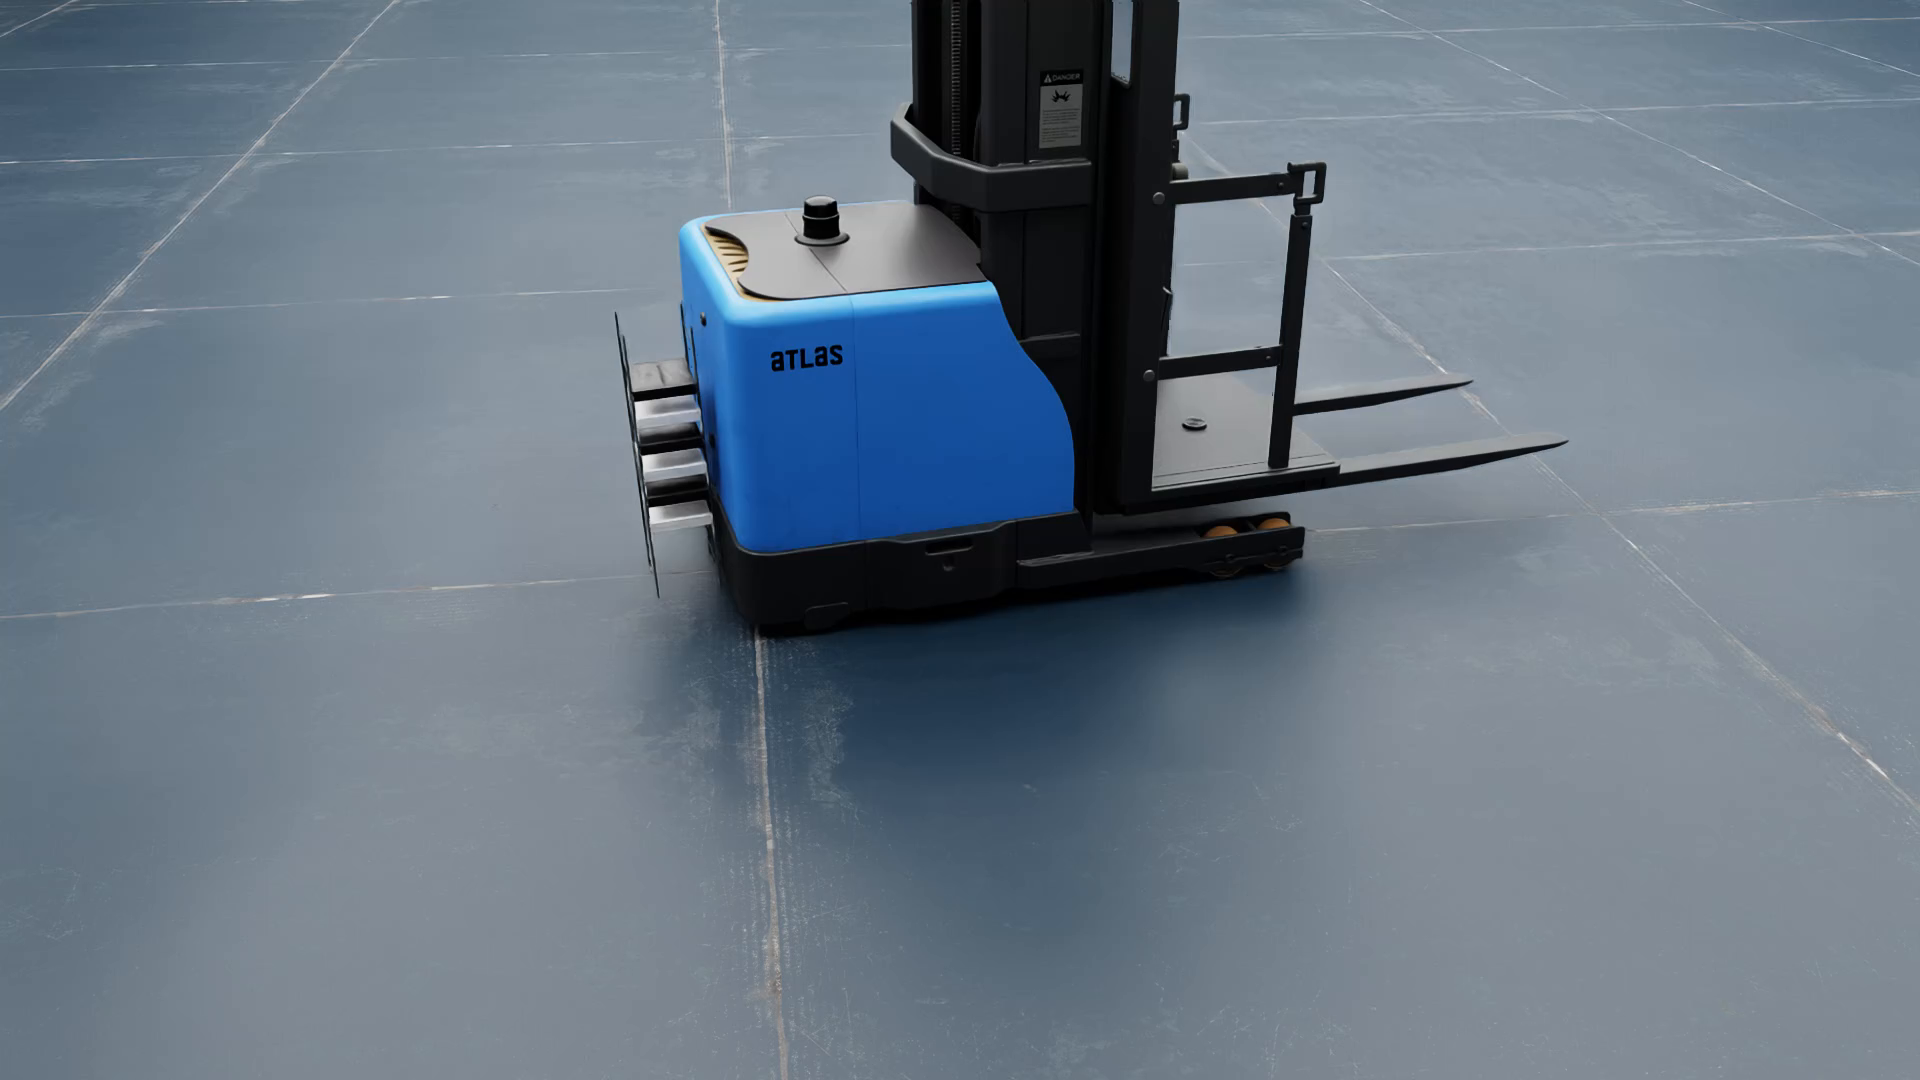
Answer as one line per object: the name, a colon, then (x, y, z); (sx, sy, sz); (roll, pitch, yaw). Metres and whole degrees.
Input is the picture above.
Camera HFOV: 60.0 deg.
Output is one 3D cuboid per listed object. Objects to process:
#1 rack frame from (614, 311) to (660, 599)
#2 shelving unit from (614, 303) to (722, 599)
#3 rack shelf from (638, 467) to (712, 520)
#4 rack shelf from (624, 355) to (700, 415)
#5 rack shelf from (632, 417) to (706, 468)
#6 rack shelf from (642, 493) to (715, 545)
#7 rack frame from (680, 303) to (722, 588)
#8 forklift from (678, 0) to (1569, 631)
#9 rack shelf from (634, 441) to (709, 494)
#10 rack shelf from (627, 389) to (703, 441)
rack frame: (-1.023, -0.261, 5.273); (0.006, 0.900, 0.240); (-9, 29, -14)
shelving unit: (-0.925, -0.278, 5.297); (0.210, 0.900, 0.258); (-9, 29, -14)
rack shelf: (-0.921, -0.168, 5.355); (0.200, 0.077, 0.258); (-9, 29, -14)
rack shelf: (-0.933, -0.487, 5.187); (0.200, 0.077, 0.258); (-9, 29, -14)
rack shelf: (-0.927, -0.328, 5.271); (0.200, 0.077, 0.258); (-9, 29, -14)
rack shelf: (-0.918, -0.089, 5.396); (0.200, 0.077, 0.258); (-9, 29, -14)
rack frame: (-0.828, -0.294, 5.321); (0.006, 0.900, 0.240); (-9, 29, -14)
forklift: (0.639, -1.403, 5.273); (3.031, 2.935, 1.130); (-8, 28, -15)
rack shelf: (-0.924, -0.248, 5.313); (0.200, 0.077, 0.258); (-9, 29, -14)
rack shelf: (-0.930, -0.407, 5.229); (0.200, 0.077, 0.258); (-9, 29, -14)
